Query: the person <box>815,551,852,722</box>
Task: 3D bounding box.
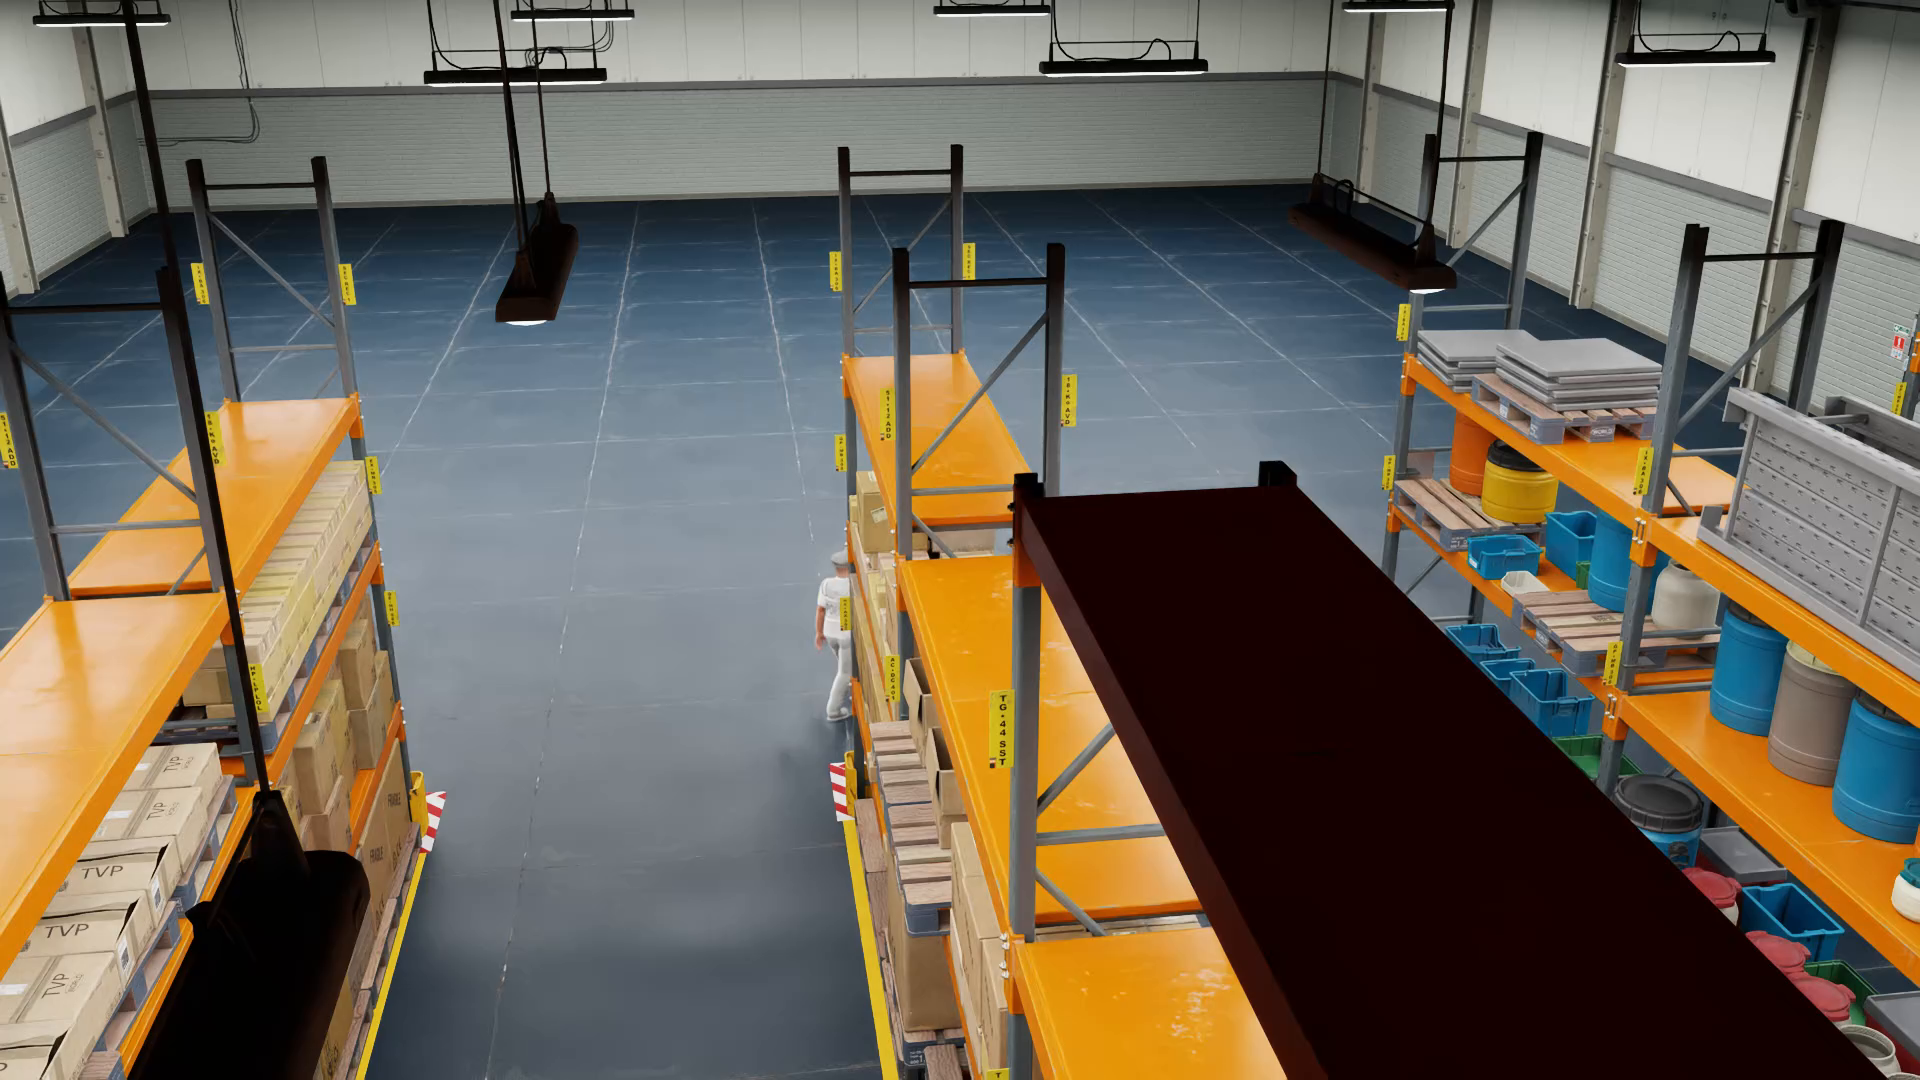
[{"bbox_3d":[-1.102,0.905,17.003,0.565,1.691,1.087,14,25,31],"label":"person"}]
